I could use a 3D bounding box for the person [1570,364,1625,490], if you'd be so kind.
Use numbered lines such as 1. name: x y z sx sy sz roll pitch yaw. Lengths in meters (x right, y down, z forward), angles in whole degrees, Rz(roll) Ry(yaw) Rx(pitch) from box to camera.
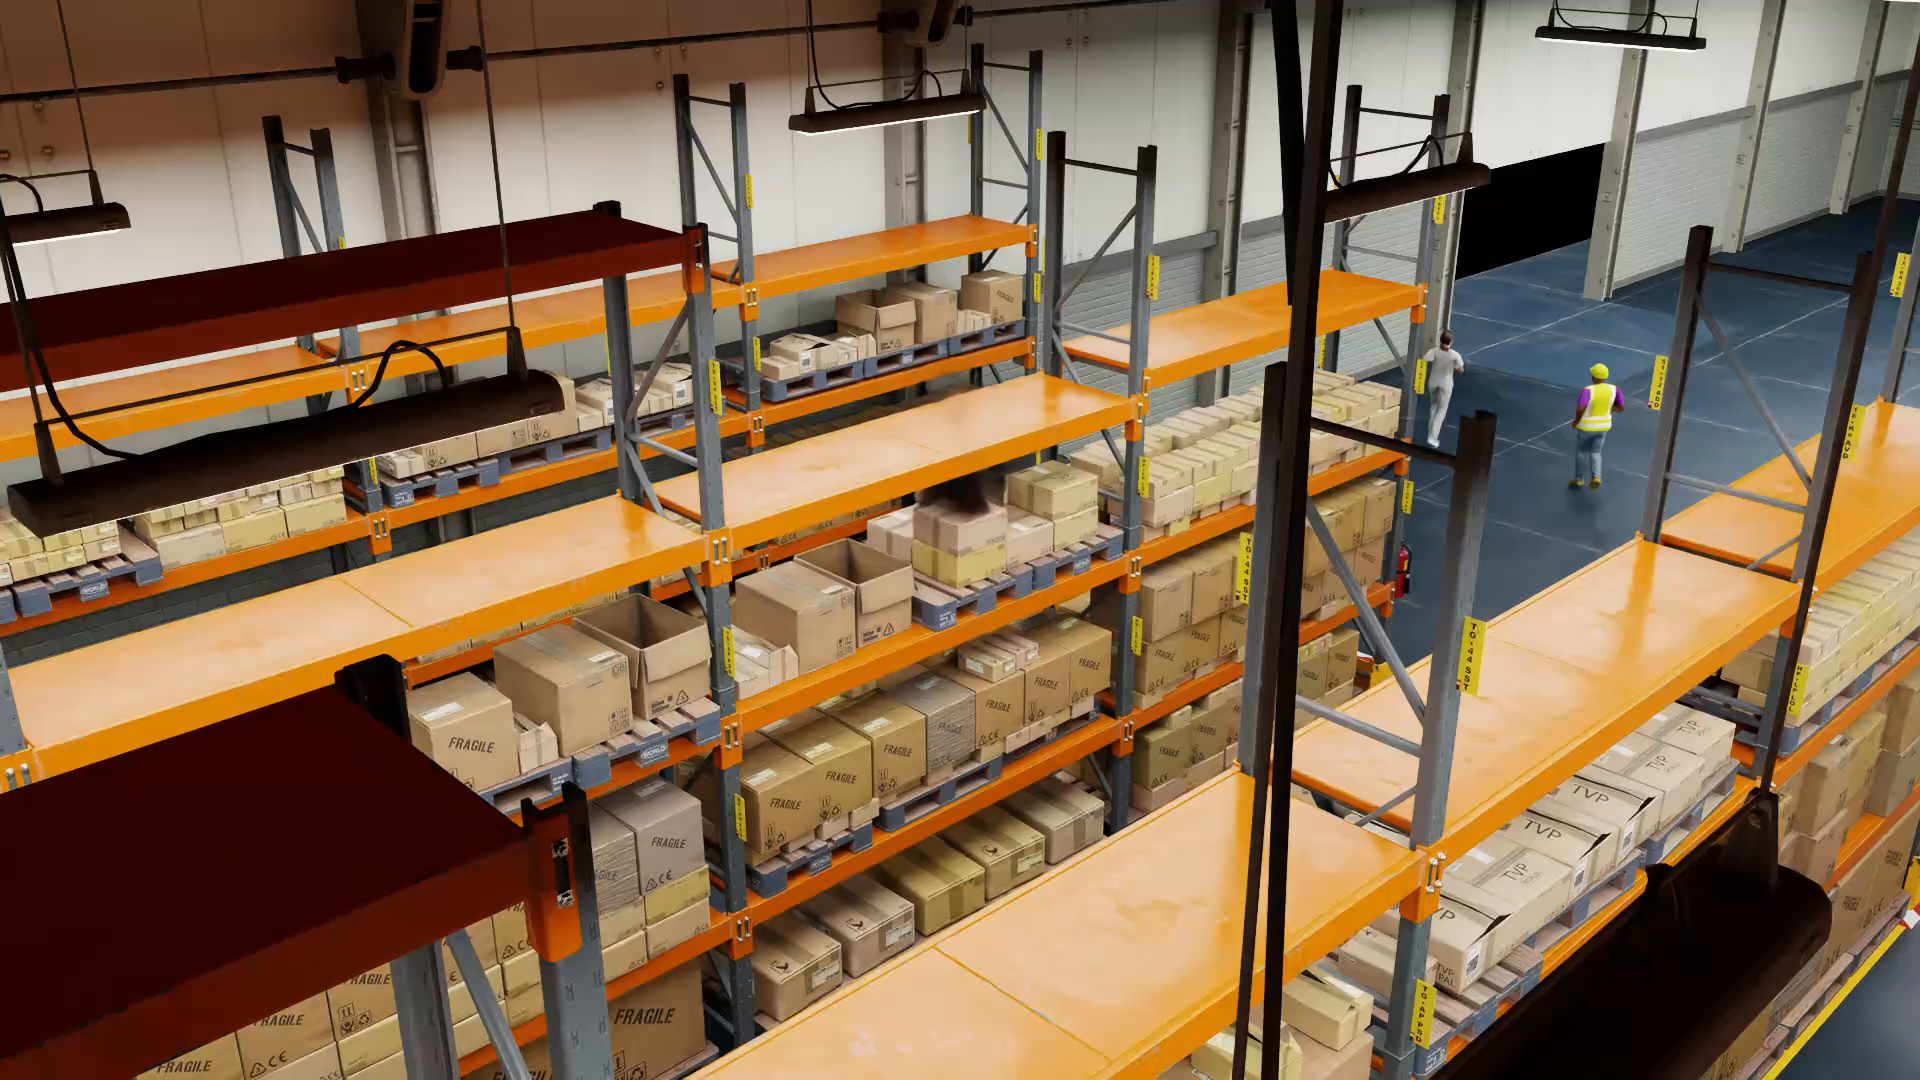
1. person: 8.455 -1.478 22.140 0.686 1.773 0.871 0 22 1

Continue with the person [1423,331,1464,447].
1. person: 6.887 -2.147 23.863 0.554 1.731 0.797 13 26 29
